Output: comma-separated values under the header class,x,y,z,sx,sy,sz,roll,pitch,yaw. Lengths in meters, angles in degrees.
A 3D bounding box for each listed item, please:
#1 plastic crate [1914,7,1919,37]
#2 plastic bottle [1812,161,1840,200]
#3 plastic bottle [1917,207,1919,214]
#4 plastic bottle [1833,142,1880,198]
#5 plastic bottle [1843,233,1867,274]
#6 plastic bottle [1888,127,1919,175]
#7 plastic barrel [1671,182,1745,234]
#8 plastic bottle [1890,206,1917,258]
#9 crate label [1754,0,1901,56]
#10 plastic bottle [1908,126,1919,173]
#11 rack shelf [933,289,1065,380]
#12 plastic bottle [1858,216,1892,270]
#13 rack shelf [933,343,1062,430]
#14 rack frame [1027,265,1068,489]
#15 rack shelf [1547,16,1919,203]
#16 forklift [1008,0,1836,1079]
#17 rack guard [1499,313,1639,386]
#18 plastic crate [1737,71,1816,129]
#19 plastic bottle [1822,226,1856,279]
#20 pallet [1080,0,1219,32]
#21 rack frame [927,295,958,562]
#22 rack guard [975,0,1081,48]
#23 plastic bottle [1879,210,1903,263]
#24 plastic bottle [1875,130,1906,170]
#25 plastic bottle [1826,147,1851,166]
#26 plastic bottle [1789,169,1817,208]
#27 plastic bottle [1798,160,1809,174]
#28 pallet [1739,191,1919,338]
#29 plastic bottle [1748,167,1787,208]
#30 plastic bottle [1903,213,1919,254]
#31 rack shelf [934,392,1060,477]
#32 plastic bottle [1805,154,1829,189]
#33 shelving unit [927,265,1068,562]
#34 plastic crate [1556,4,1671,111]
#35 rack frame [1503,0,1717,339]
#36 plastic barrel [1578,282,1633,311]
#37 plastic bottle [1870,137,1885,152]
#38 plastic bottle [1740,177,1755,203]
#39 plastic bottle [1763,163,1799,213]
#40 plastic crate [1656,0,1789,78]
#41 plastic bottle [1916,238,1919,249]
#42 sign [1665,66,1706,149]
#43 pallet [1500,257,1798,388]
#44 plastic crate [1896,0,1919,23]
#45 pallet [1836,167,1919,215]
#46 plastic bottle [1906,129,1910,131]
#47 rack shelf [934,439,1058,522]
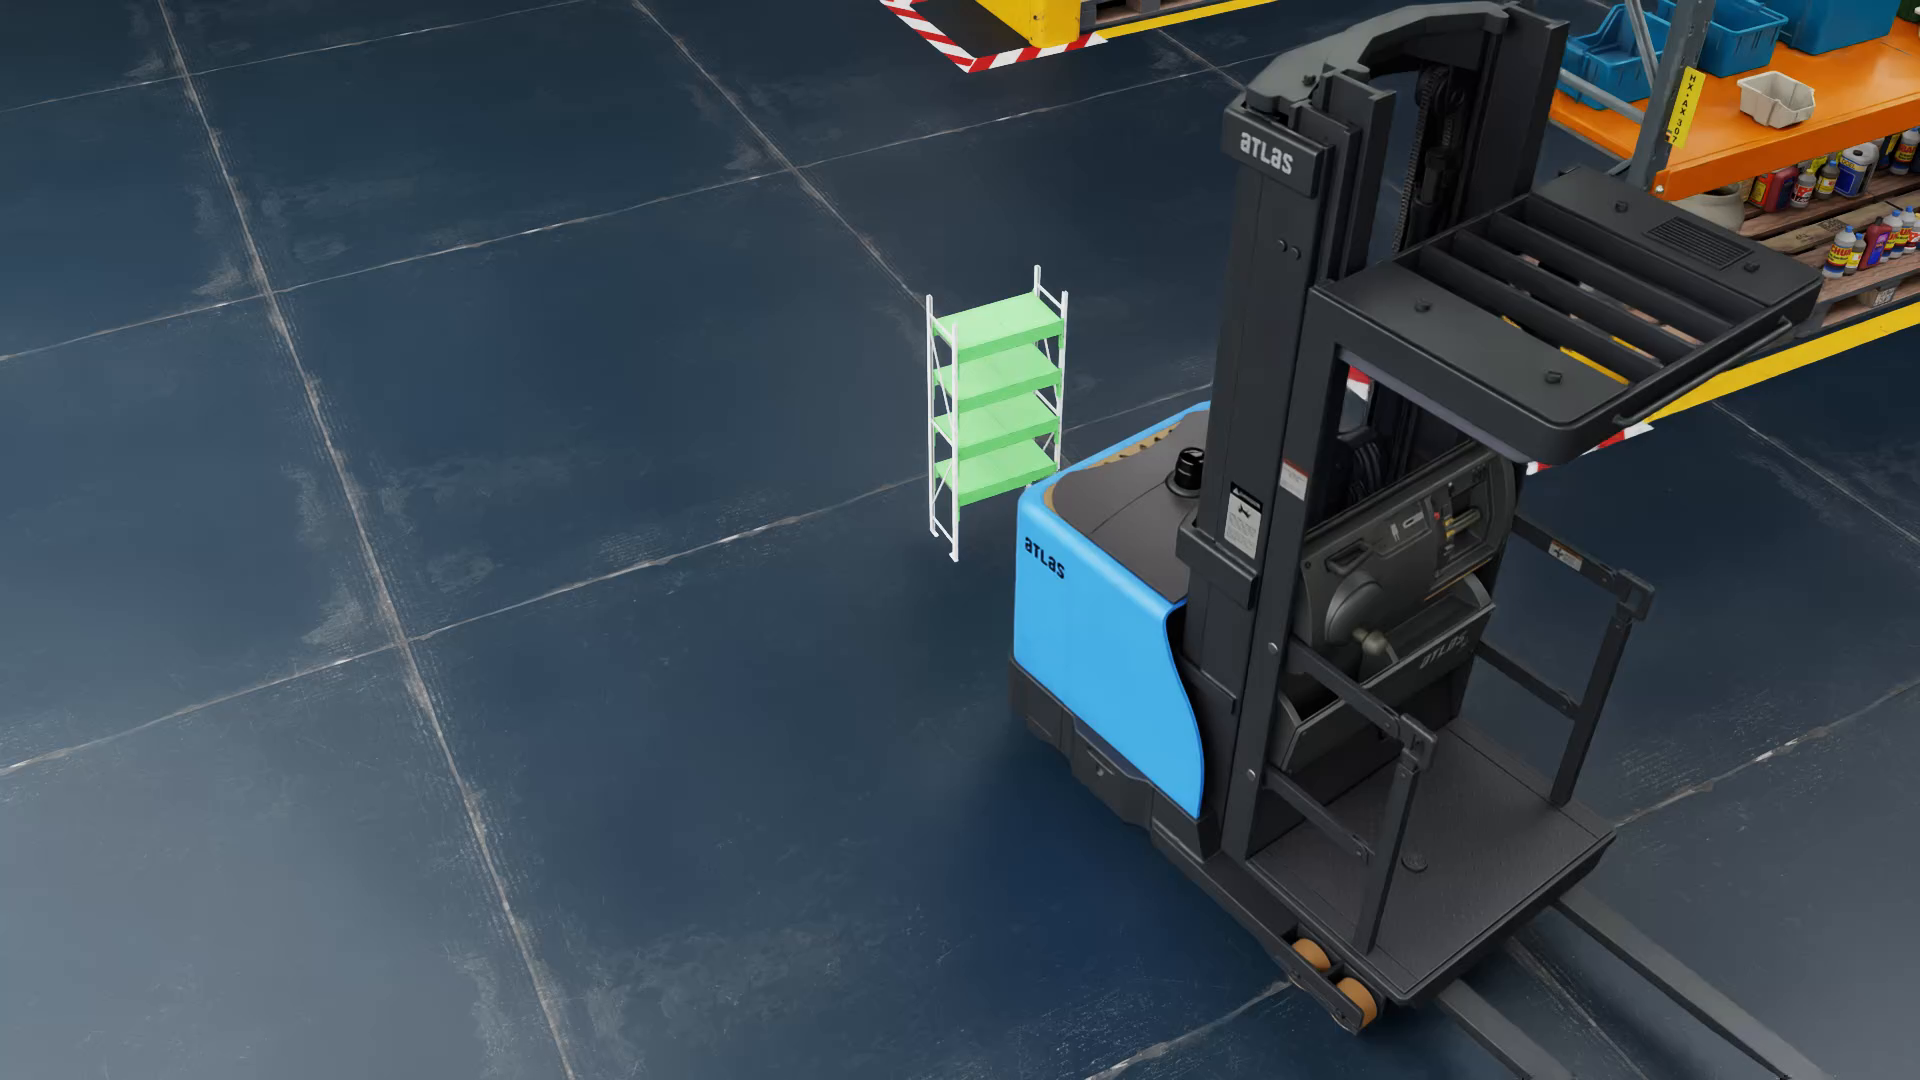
class,x,y,z,sx,sy,sz,roll,pitch,yaw
plastic crate,4.938,-2.440,8.016,0.437,0.136,0.530,-19,44,-21
plastic bottle,4.739,-1.973,9.084,0.097,0.201,0.097,0,40,0
plastic bottle,5.171,-1.806,8.823,0.133,0.283,0.061,-19,44,-21
plastic bottle,4.900,-2.035,9.101,0.135,0.276,0.152,-19,44,-21
plastic bottle,4.558,-1.470,8.491,0.097,0.201,0.097,0,40,0
plastic bottle,5.281,-2.182,9.277,0.097,0.271,0.097,0,40,0
plastic barrel,3.707,-1.578,8.393,0.421,0.512,0.421,0,40,0
plastic bottle,4.859,-1.598,8.588,0.097,0.271,0.097,0,40,0
crate label,4.221,-2.695,8.085,0.616,0.435,0.502,-19,44,-21
plastic bottle,5.421,-2.242,9.287,0.185,0.351,0.144,-19,44,-21
rack shelf,0.147,-0.825,6.652,0.480,0.148,0.258,-19,44,-21
plastic bottle,4.675,-1.528,8.495,0.133,0.283,0.061,-18,43,-20
rack shelf,0.147,-0.642,6.807,0.480,0.148,0.258,-19,44,-21
rack frame,0.363,-0.580,7.007,0.015,1.200,0.240,-19,44,-21
rack shelf,4.488,-2.299,8.202,4.000,0.370,1.077,-19,44,-21
forklift,1.484,0.098,4.866,1.130,2.935,3.031,-27,47,-28
rack guard,2.760,-1.073,8.130,0.348,0.500,1.175,-19,44,-21
plastic crate,3.656,-1.959,7.447,0.250,0.136,0.298,-19,44,-21
plastic bottle,4.466,-1.466,8.432,0.097,0.271,0.097,0,40,0
pallet,1.088,-4.005,11.817,1.213,0.211,1.003,-19,44,-21
rack frame,-0.070,-0.435,6.835,0.015,1.200,0.240,-19,44,-21
rack guard,0.408,-3.855,11.418,0.348,0.500,1.175,-19,44,-21
plastic bottle,4.770,-1.568,8.552,0.097,0.271,0.097,0,40,0
plastic bottle,5.187,-2.268,9.318,0.185,0.351,0.144,-20,44,-22
plastic bottle,4.810,-2.141,9.168,0.185,0.351,0.144,-19,44,-21
plastic bottle,4.574,-1.911,9.012,0.097,0.201,0.097,0,40,0
plastic bottle,4.500,-2.006,9.065,0.135,0.276,0.152,-20,44,-22
pallet,4.563,-1.563,8.933,1.213,0.211,1.003,-19,44,-21
plastic bottle,4.377,-1.964,9.016,0.135,0.276,0.152,-18,44,-20
plastic bottle,4.947,-1.601,8.645,0.097,0.201,0.097,0,40,0
rack shelf,0.147,-0.459,6.962,0.480,0.148,0.258,-19,44,-21
plastic bottle,4.645,-2.086,9.102,0.185,0.351,0.144,-17,43,-19
shelving unit,0.147,-0.507,6.921,0.503,1.200,0.258,-19,44,-21
plastic crate,3.020,-2.241,7.691,0.616,0.251,0.499,-19,44,-21
rack frame,2.714,-1.977,7.264,0.127,3.000,1.000,-19,44,-21
plastic barrel,3.262,-1.428,8.216,0.421,0.512,0.421,0,40,0
plastic bottle,5.073,-2.173,9.266,0.097,0.271,0.097,0,40,0
plastic bottle,4.236,-1.953,8.997,0.133,0.283,0.061,-18,43,-20
plastic bottle,4.426,-1.906,8.942,0.133,0.283,0.061,-19,44,-21
plastic crate,3.598,-2.432,7.916,0.408,0.251,0.499,-19,44,-21
plastic bottle,5.038,-1.659,8.659,0.097,0.271,0.097,0,40,0
sign,2.964,-1.766,6.801,0.005,0.325,0.100,-19,44,-21
pallet,3.483,-1.202,8.506,1.213,0.211,1.003,-19,44,-21
plastic crate,4.927,-2.847,8.455,0.662,0.188,0.450,-19,44,-21
pallet,5.647,-1.930,9.367,1.213,0.211,1.003,-19,44,-21
plastic bottle,5.354,-2.325,9.384,0.185,0.351,0.144,-17,43,-20
rack shelf,0.147,-0.275,7.117,0.480,0.148,0.258,-19,44,-21
